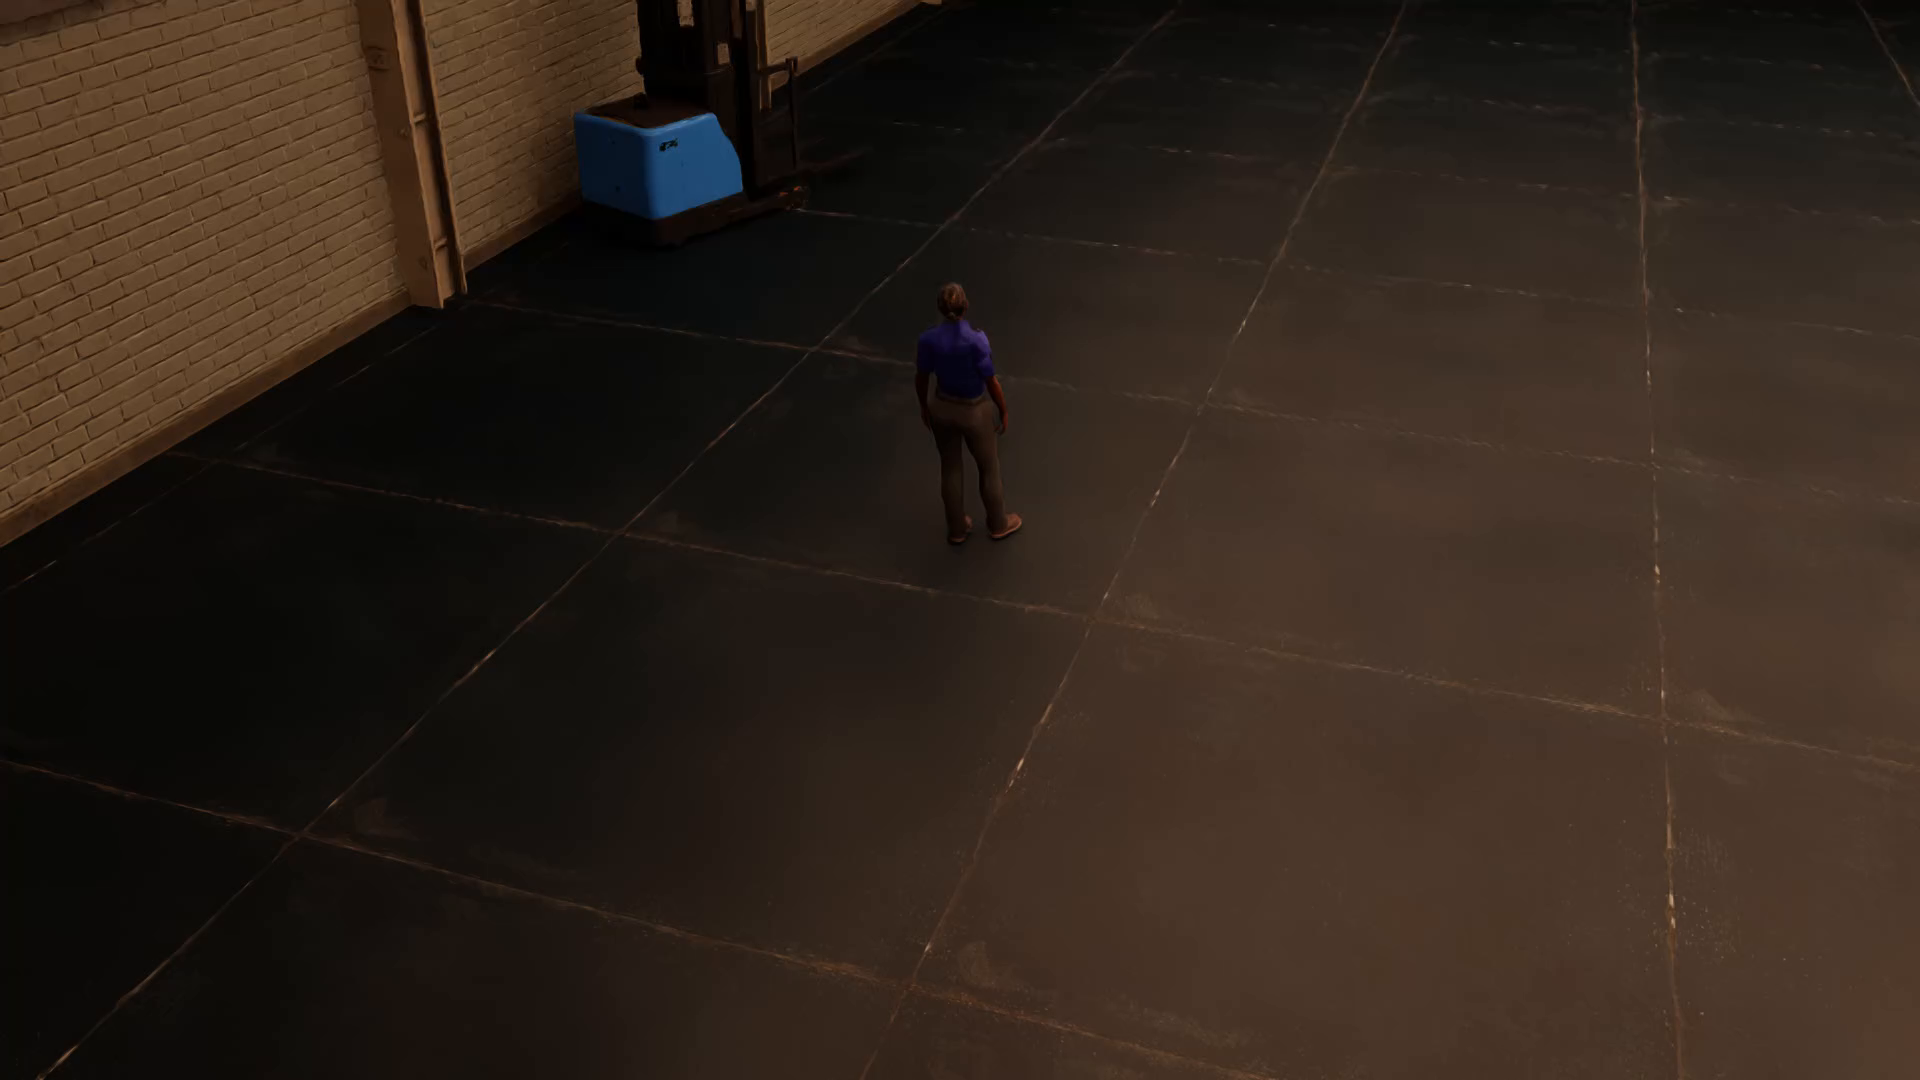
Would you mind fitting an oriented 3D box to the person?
[{"bbox_3d":[0.047,-0.763,9.749,0.570,1.654,0.503,10,31,16],"label":"person"}]

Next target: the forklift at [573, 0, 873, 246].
[{"bbox_3d":[-2.070,-4.486,15.007,1.130,2.935,3.031,22,36,33],"label":"forklift"}]
